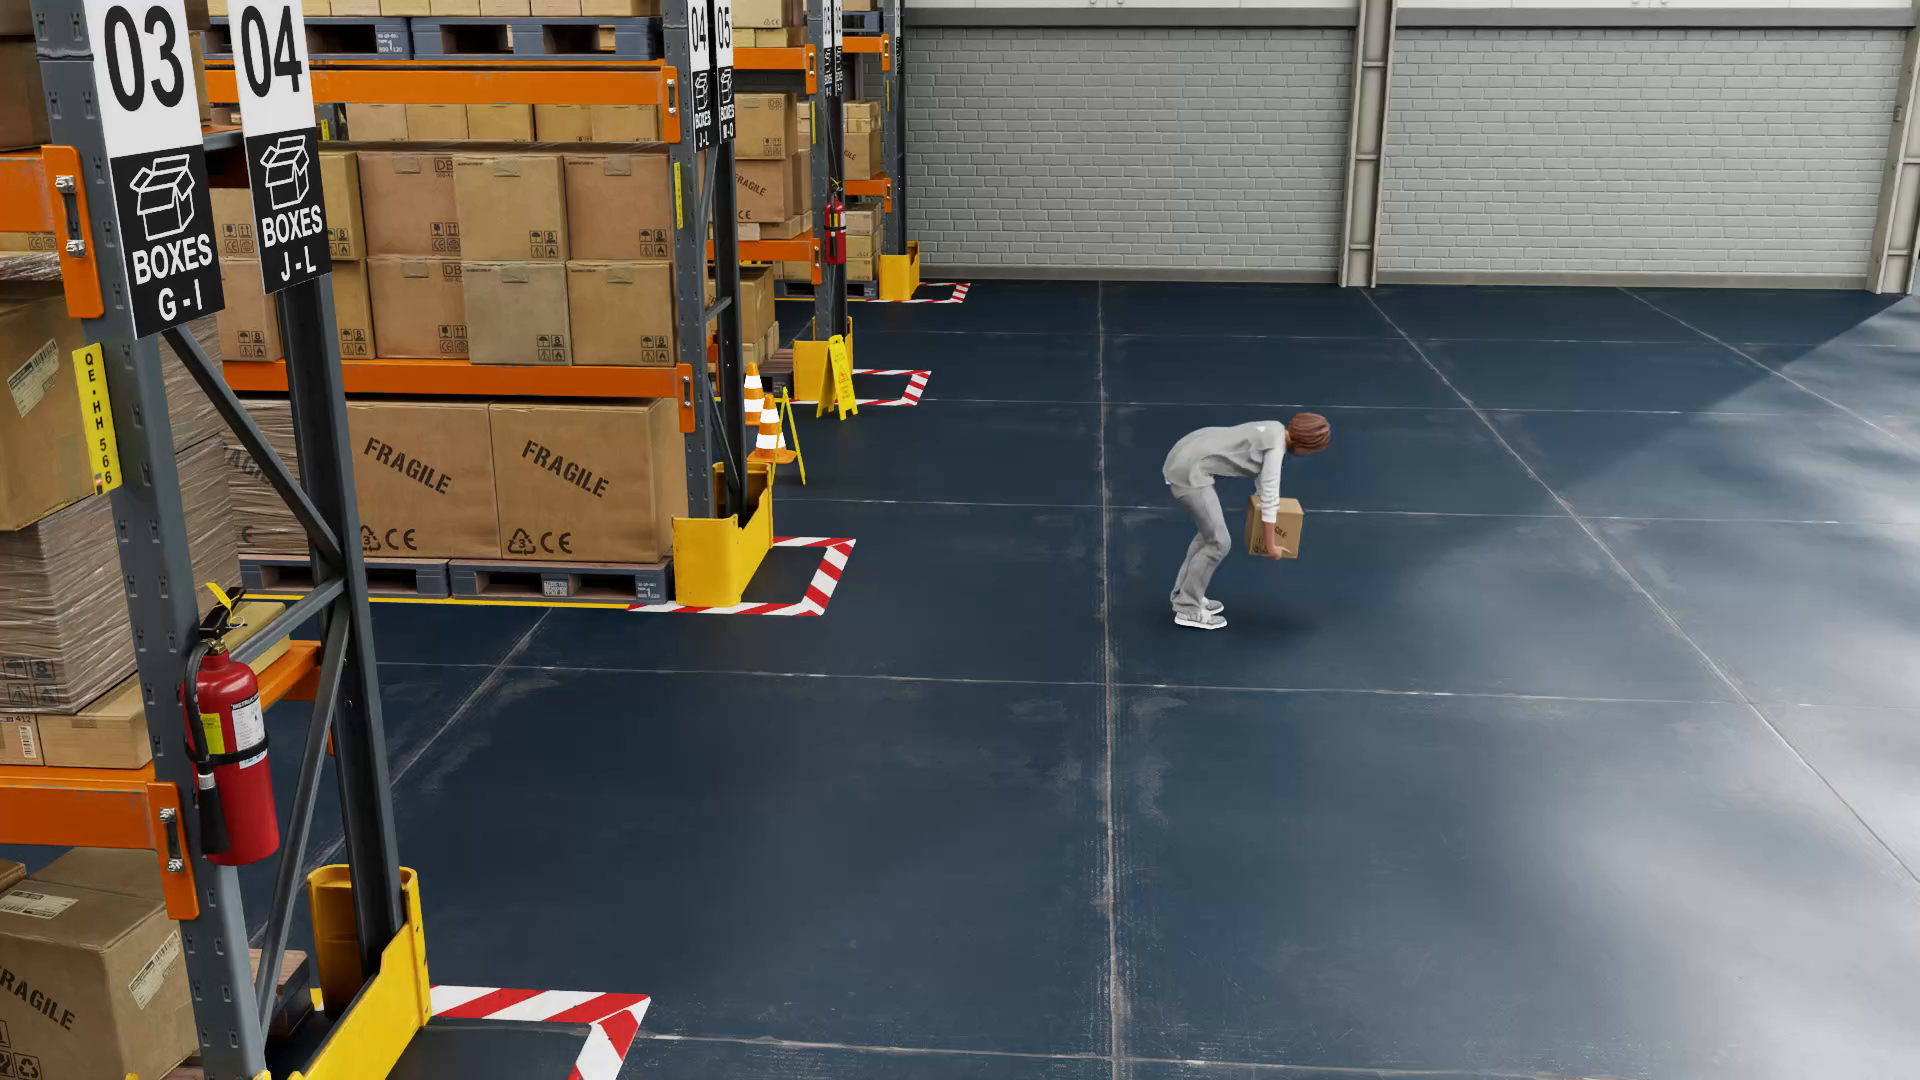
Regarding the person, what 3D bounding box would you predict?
[{"bbox_3d":[1.475,-0.111,8.675,0.848,1.136,0.385,1,18,2],"label":"person"}]
